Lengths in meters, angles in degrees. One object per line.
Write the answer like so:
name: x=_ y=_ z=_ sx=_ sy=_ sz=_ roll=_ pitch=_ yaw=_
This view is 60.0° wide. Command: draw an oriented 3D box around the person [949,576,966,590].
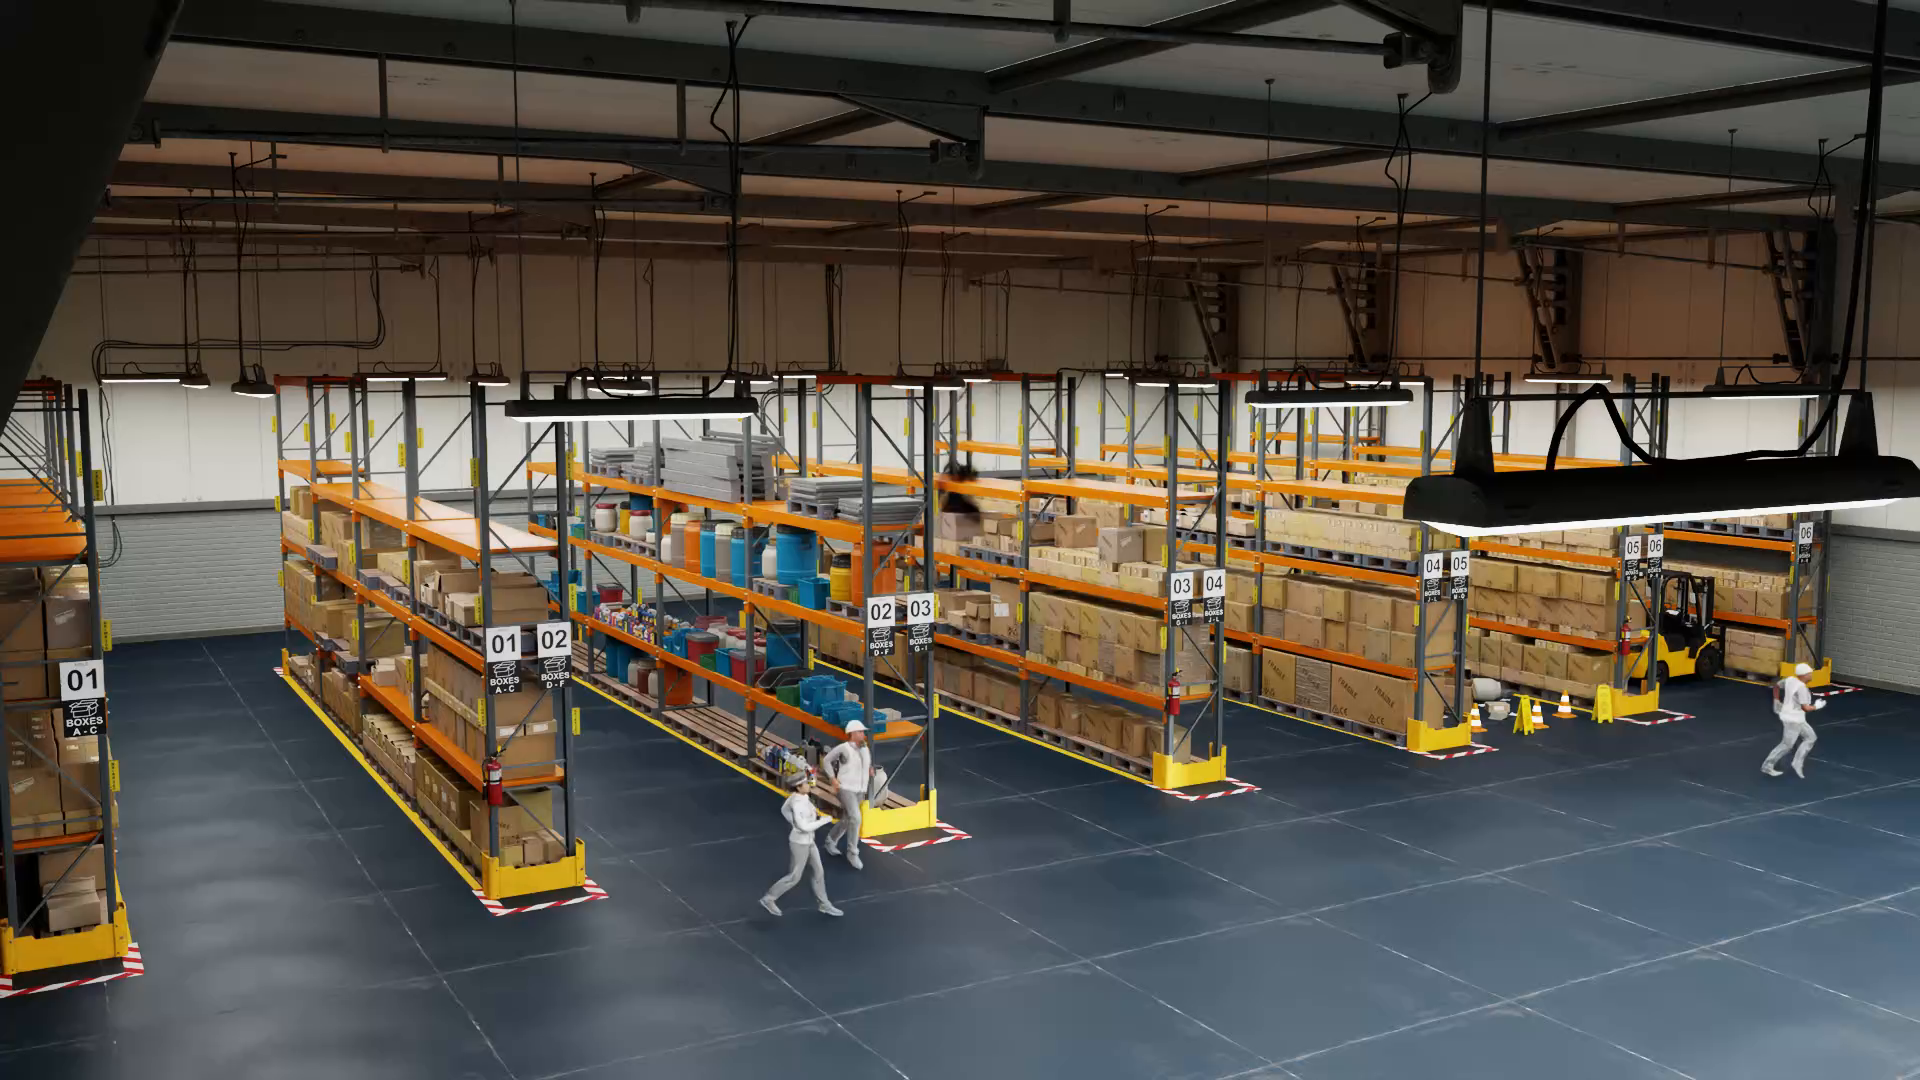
person: x=-0.025 y=0.849 z=42.282 sx=0.518 sy=1.731 sz=0.737 roll=3 pitch=7 yaw=25

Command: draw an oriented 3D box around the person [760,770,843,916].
person: x=-1.779 y=3.421 z=18.723 sx=0.911 sy=1.691 sz=0.605 roll=0 pitch=6 yaw=0

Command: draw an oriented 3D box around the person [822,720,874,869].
person: x=-1.348 y=3.159 z=21.014 sx=0.841 sy=1.753 sz=0.727 roll=5 pitch=8 yaw=39

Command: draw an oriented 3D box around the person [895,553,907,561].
person: x=-1.495 y=1.064 z=40.410 sx=0.710 sy=1.768 sz=0.674 roll=0 pitch=6 yaw=4

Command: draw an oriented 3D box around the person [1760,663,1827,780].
person: x=12.512 y=2.723 z=24.955 sx=0.832 sy=1.777 sz=0.715 roll=2 pitch=6 yaw=15
